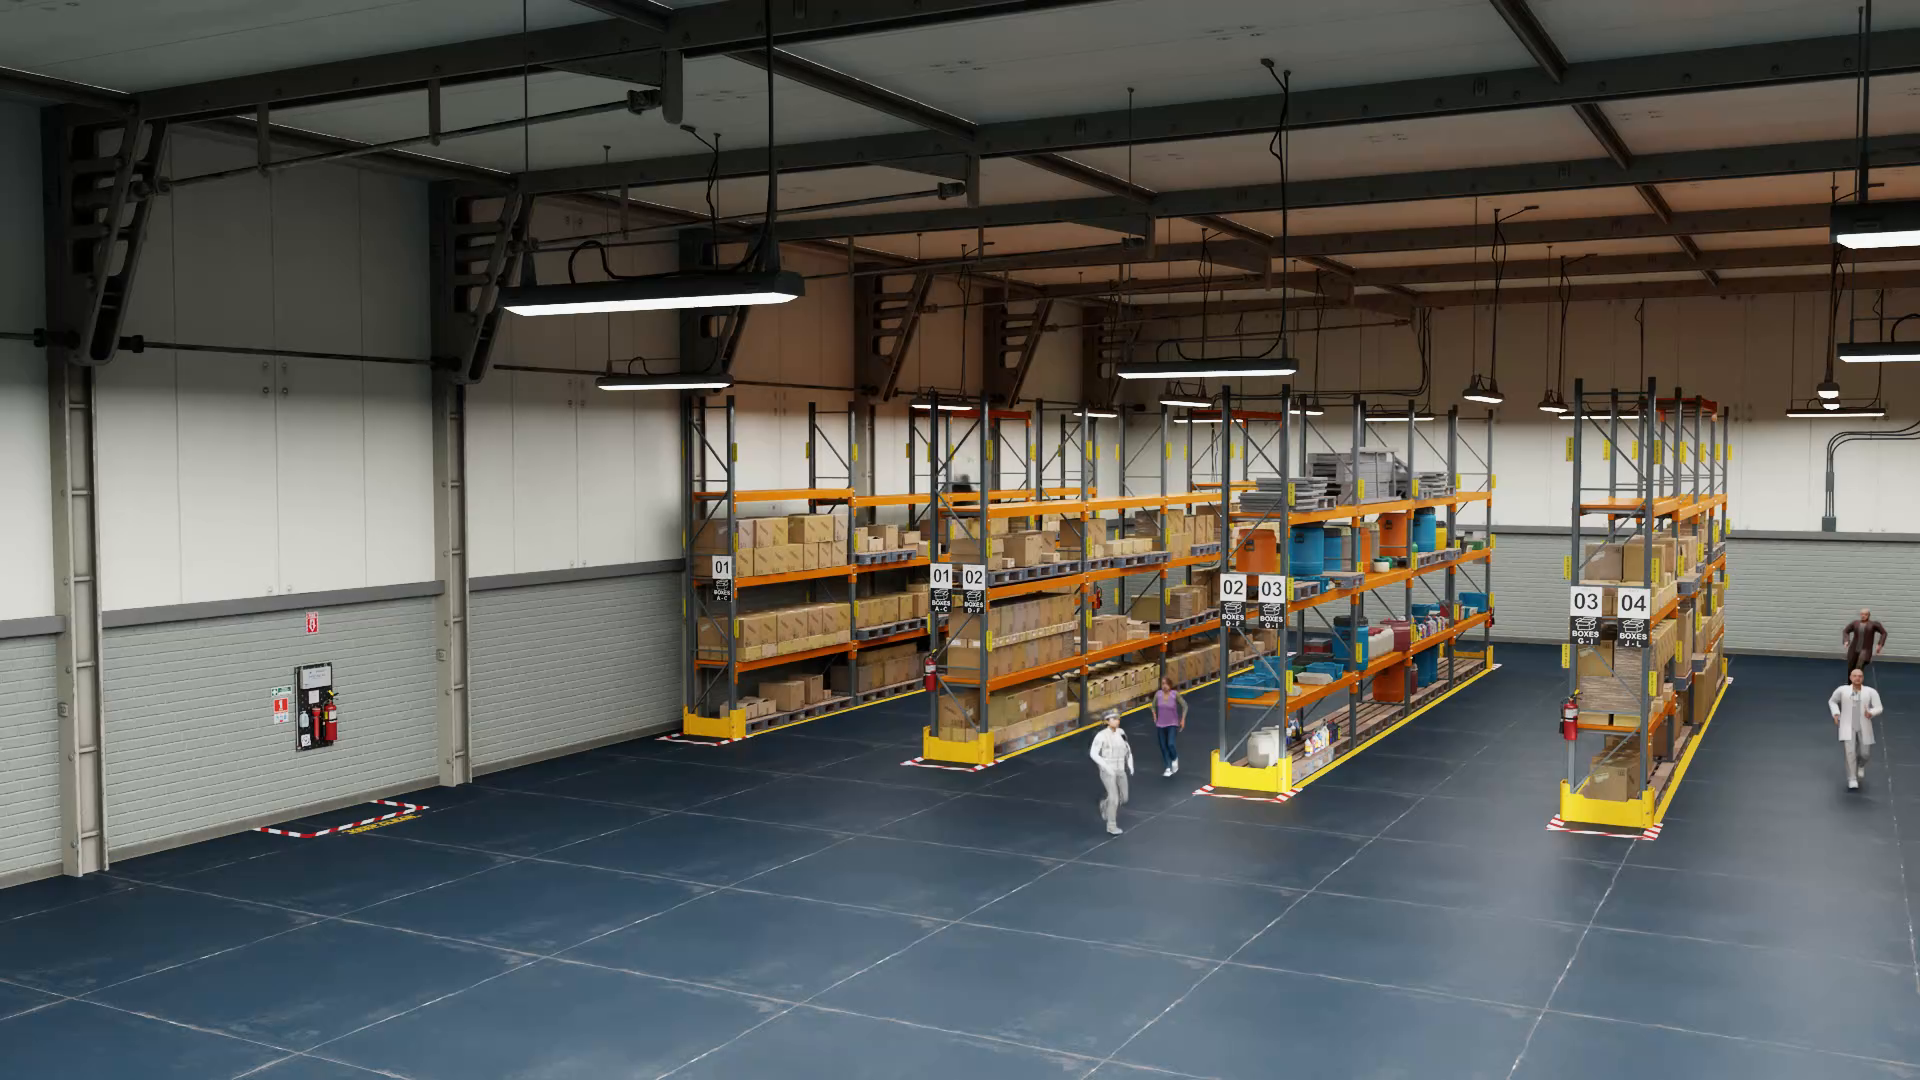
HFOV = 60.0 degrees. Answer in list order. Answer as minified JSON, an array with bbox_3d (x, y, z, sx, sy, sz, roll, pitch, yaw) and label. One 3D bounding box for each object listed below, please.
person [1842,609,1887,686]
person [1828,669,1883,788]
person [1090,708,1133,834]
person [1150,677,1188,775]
[{"bbox_3d":[18.620,2.294,34.378,0.940,1.760,0.848,-3,4,-43],"label":"person"},{"bbox_3d":[13.438,2.813,24.966,0.720,1.746,0.912,1,3,25],"label":"person"},{"bbox_3d":[1.980,3.018,21.910,0.667,1.643,0.585,-2,4,-32],"label":"person"},{"bbox_3d":[3.195,2.875,25.619,0.560,1.551,0.605,1,3,21],"label":"person"}]
